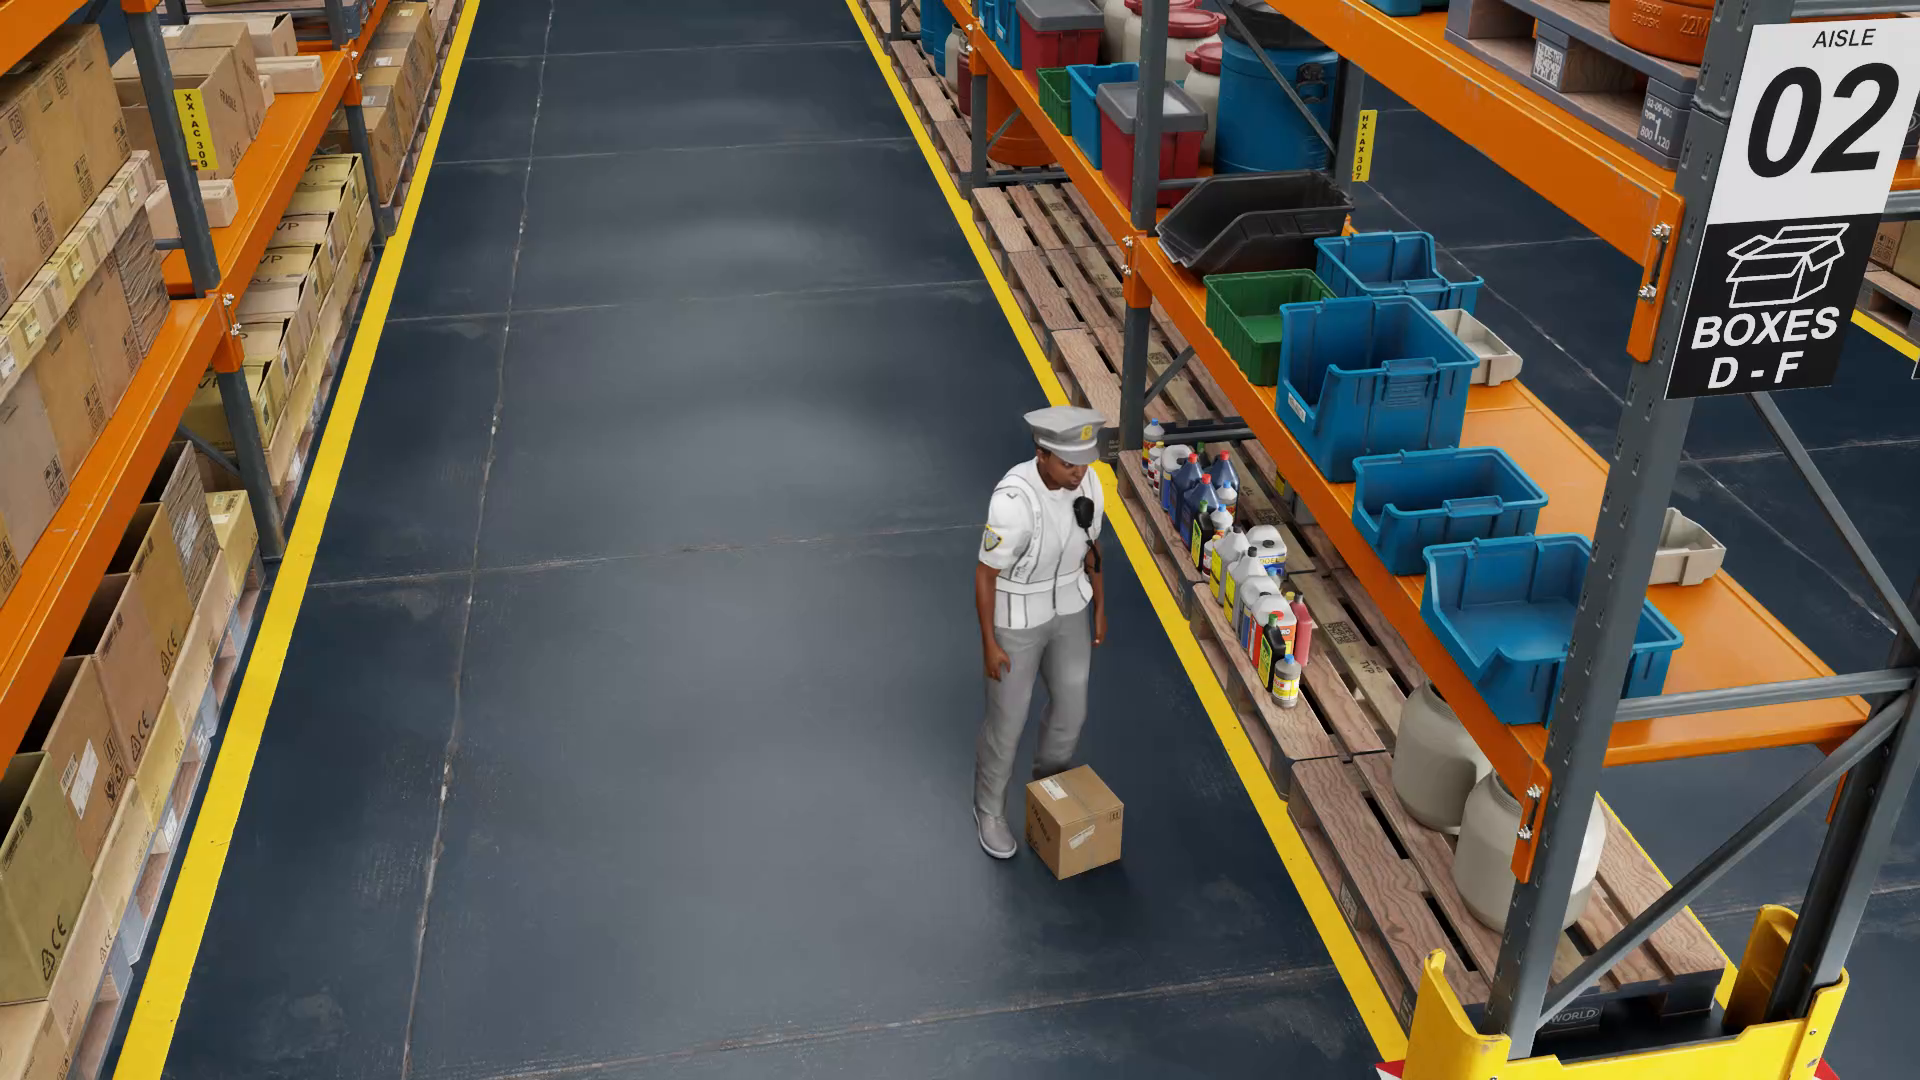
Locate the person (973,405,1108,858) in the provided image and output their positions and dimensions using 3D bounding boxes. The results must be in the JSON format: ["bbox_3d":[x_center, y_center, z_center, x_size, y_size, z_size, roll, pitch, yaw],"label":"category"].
[{"bbox_3d":[0.270,0.287,5.651,0.526,1.661,0.396,-17,35,-26],"label":"person"}]
